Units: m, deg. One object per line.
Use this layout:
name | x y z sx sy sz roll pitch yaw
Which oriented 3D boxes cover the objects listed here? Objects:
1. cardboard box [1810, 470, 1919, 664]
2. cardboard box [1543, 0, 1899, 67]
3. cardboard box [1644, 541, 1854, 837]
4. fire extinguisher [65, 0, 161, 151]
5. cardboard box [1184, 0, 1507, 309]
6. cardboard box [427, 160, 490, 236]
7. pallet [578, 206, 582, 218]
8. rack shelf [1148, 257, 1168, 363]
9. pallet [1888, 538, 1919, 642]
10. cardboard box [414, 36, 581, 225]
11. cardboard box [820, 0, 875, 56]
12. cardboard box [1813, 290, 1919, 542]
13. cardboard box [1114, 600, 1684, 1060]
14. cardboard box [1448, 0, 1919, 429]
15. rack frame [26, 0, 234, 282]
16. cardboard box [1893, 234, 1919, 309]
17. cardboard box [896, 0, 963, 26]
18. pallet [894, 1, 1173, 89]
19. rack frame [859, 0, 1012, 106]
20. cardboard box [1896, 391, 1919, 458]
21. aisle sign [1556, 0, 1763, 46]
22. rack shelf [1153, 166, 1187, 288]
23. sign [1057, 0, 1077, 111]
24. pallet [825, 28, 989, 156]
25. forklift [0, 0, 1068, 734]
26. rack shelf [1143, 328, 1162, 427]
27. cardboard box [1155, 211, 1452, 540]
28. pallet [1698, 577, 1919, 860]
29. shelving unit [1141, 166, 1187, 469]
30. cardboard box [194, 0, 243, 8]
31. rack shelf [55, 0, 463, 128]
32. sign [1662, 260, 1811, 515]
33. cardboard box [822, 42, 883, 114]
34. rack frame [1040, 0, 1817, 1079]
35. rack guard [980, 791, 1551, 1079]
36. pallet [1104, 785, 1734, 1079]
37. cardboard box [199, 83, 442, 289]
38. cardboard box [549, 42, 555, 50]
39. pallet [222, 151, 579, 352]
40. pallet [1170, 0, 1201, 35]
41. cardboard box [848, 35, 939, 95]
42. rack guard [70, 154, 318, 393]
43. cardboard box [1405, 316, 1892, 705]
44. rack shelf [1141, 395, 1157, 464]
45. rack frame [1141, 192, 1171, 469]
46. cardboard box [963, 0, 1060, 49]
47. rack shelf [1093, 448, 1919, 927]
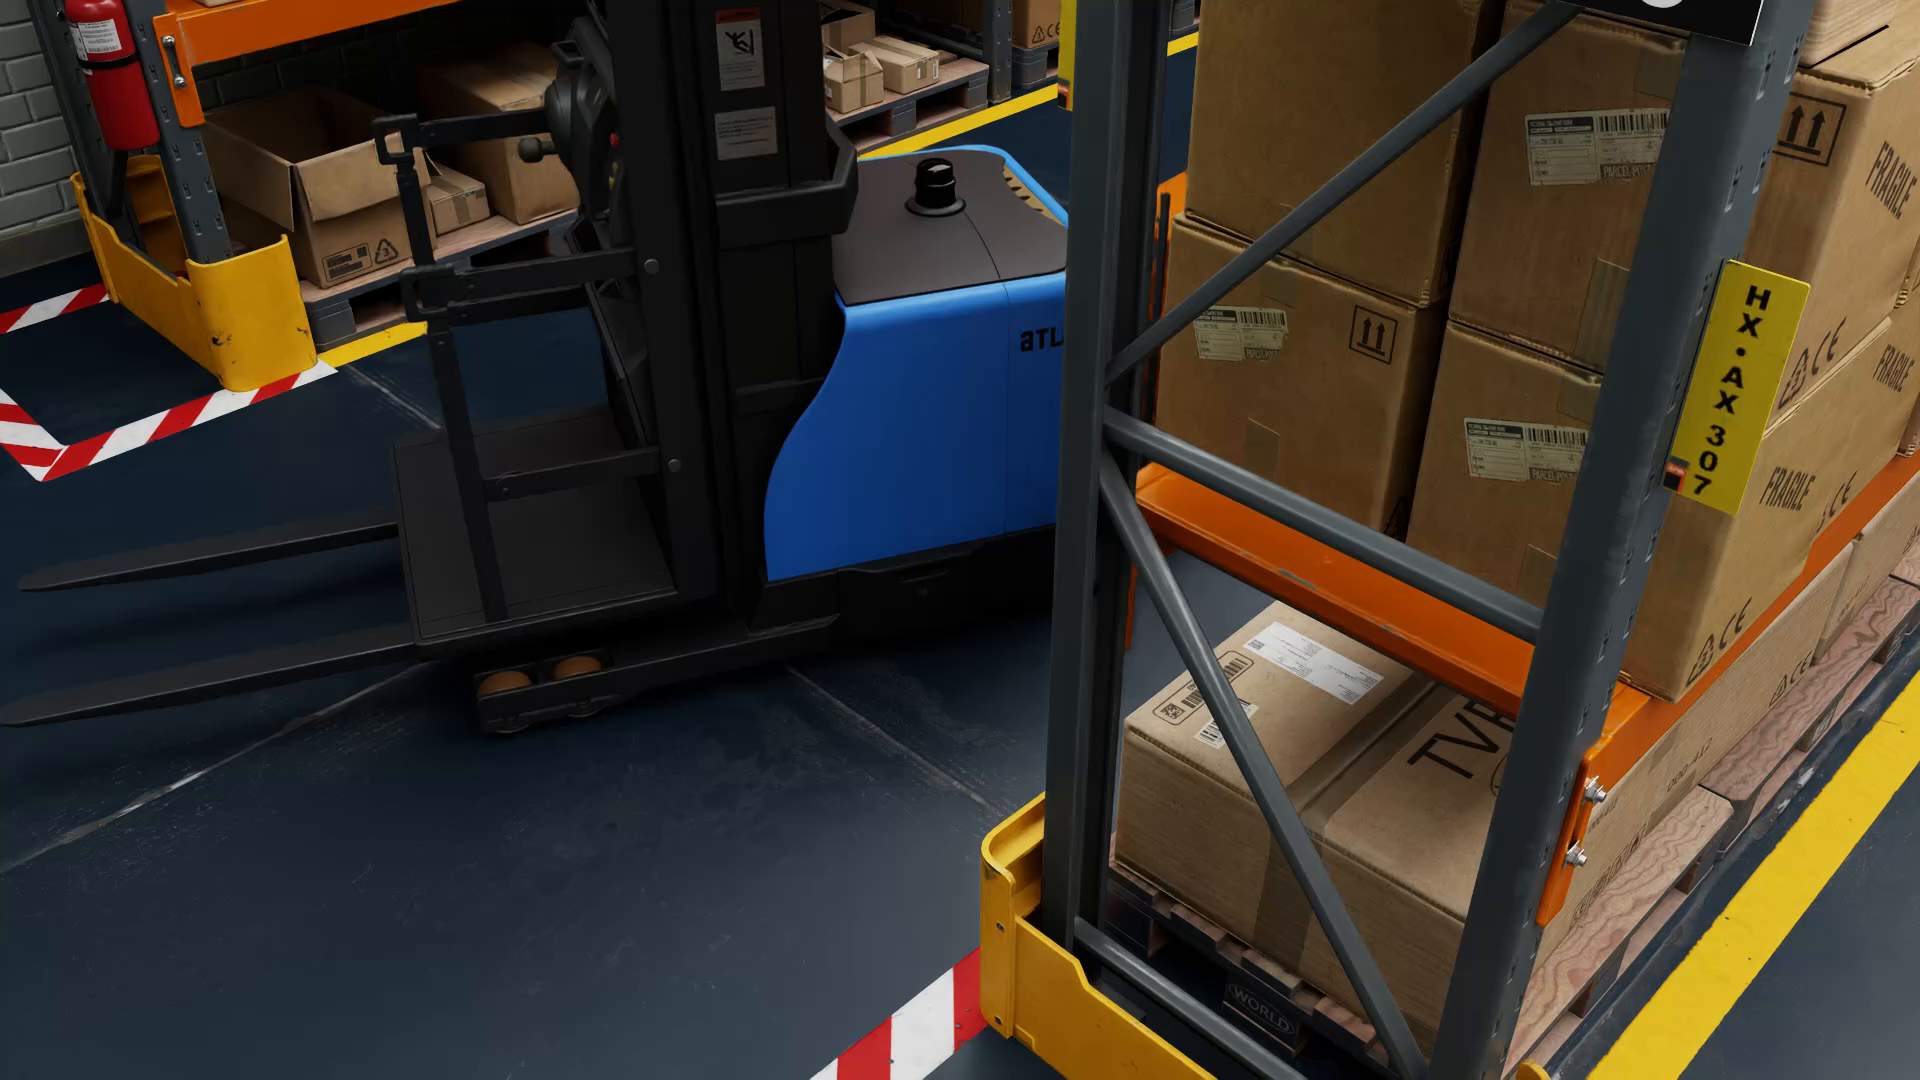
cardboard box | 2.239 -0.193 4.777 0.875 0.438 0.875 28 44 34
cardboard box | 1.016 -0.773 2.207 0.250 0.149 0.380 -29 44 -35
cardboard box | 1.603 0.172 4.253 0.875 0.438 0.875 -29 44 -34
fire extinguisher | -2.731 -1.591 5.303 0.296 0.674 0.183 30 45 35
cardboard box | 0.741 -0.766 2.764 0.500 0.500 0.500 -28 44 -34
cardboard box | -2.130 -1.392 6.749 0.380 0.149 0.250 28 43 34
pallet | -1.481 -1.726 7.540 1.003 0.211 1.213 30 45 35
rack shelf | 0.628 -0.721 4.961 0.258 0.148 0.480 25 42 31
pallet | 2.797 -0.226 5.389 1.003 0.211 1.213 30 45 35
cardboard box | -1.827 -1.710 6.898 0.500 0.500 0.700 -28 44 -34
cardboard box | -0.770 -2.542 8.257 0.500 0.311 0.500 -28 44 -34
cardboard box | 1.448 -0.360 3.056 0.500 0.500 0.500 29 44 35
cardboard box | 0.964 0.547 3.716 0.875 0.438 0.875 28 44 34
cardboard box | 1.110 -0.554 2.461 0.500 0.500 0.500 28 44 34
rack frame | -2.955 -2.022 5.527 1.000 3.000 0.127 30 45 35
cardboard box | 1.469 -0.767 2.766 0.500 0.500 0.500 28 44 34
cardboard box | -0.001 -3.111 8.907 0.500 0.500 0.500 29 44 35
pallet | 0.409 -2.847 9.149 1.003 0.211 1.213 30 45 35
rack frame | -0.137 -3.646 7.856 1.000 3.000 0.127 30 45 35
cardboard box | 1.820 -0.559 3.342 0.500 0.500 0.500 29 44 35
aisle sign | 0.725 -0.943 1.708 0.394 0.787 0.004 30 45 35
rack shelf | 0.628 -0.915 4.826 0.258 0.148 0.480 25 42 31
sign | 0.195 -0.820 2.584 0.100 0.325 0.005 30 45 35
pallet | -0.621 -2.224 8.254 1.003 0.211 1.213 30 45 35
forklift | -1.122 -1.021 4.152 3.031 2.935 1.130 -11 36 -16
rack shelf | 0.628 -0.537 5.089 0.258 0.148 0.480 25 42 31
cardboard box | 0.722 -0.367 3.066 0.500 0.500 0.500 -30 45 -35
pallet | 1.937 0.272 4.676 1.003 0.211 1.213 30 45 35
shelving unit | 0.628 -0.592 5.051 0.258 1.200 0.503 25 42 31
cardboard box | -2.529 -1.942 5.632 0.380 0.149 0.250 29 44 35
rack shelf | -1.546 -2.539 6.897 1.077 0.370 4.000 30 45 35
sign | 0.960 -0.185 2.066 0.100 0.325 0.005 30 45 35
cardboard box | -0.573 -2.207 7.816 0.258 0.266 0.396 -28 44 -34
rack frame | 0.570 -0.023 2.661 1.000 3.000 0.127 30 45 35
rack guard | 0.553 1.012 3.362 1.175 0.500 0.348 30 45 35
pallet | 1.078 0.765 3.969 1.003 0.211 1.213 30 45 35
cardboard box | -2.457 -1.381 6.422 0.797 0.503 0.637 28 43 34
cardboard box | -1.384 -1.885 7.148 0.500 0.500 0.500 -29 44 -35
pallet | -2.341 -1.233 6.834 1.003 0.211 1.213 30 45 35
pallet | 1.269 -3.345 9.862 1.003 0.211 1.213 30 45 35
cardboard box | -0.321 -2.304 8.057 0.380 0.149 0.250 28 44 34
rack guard | -2.902 -1.028 6.286 1.175 0.500 0.348 30 45 35
cardboard box | 1.112 -0.143 2.746 0.500 0.500 0.500 29 44 35
rack shelf | 0.628 -0.374 5.203 0.258 0.148 0.480 25 42 31
rack frame | 0.473 -0.485 4.896 0.240 1.200 0.015 25 42 31
cardboard box | 0.364 -2.898 8.602 0.500 0.500 0.500 -28 43 -34
rack shelf | 1.979 -0.540 4.031 1.077 0.370 4.000 30 45 35
